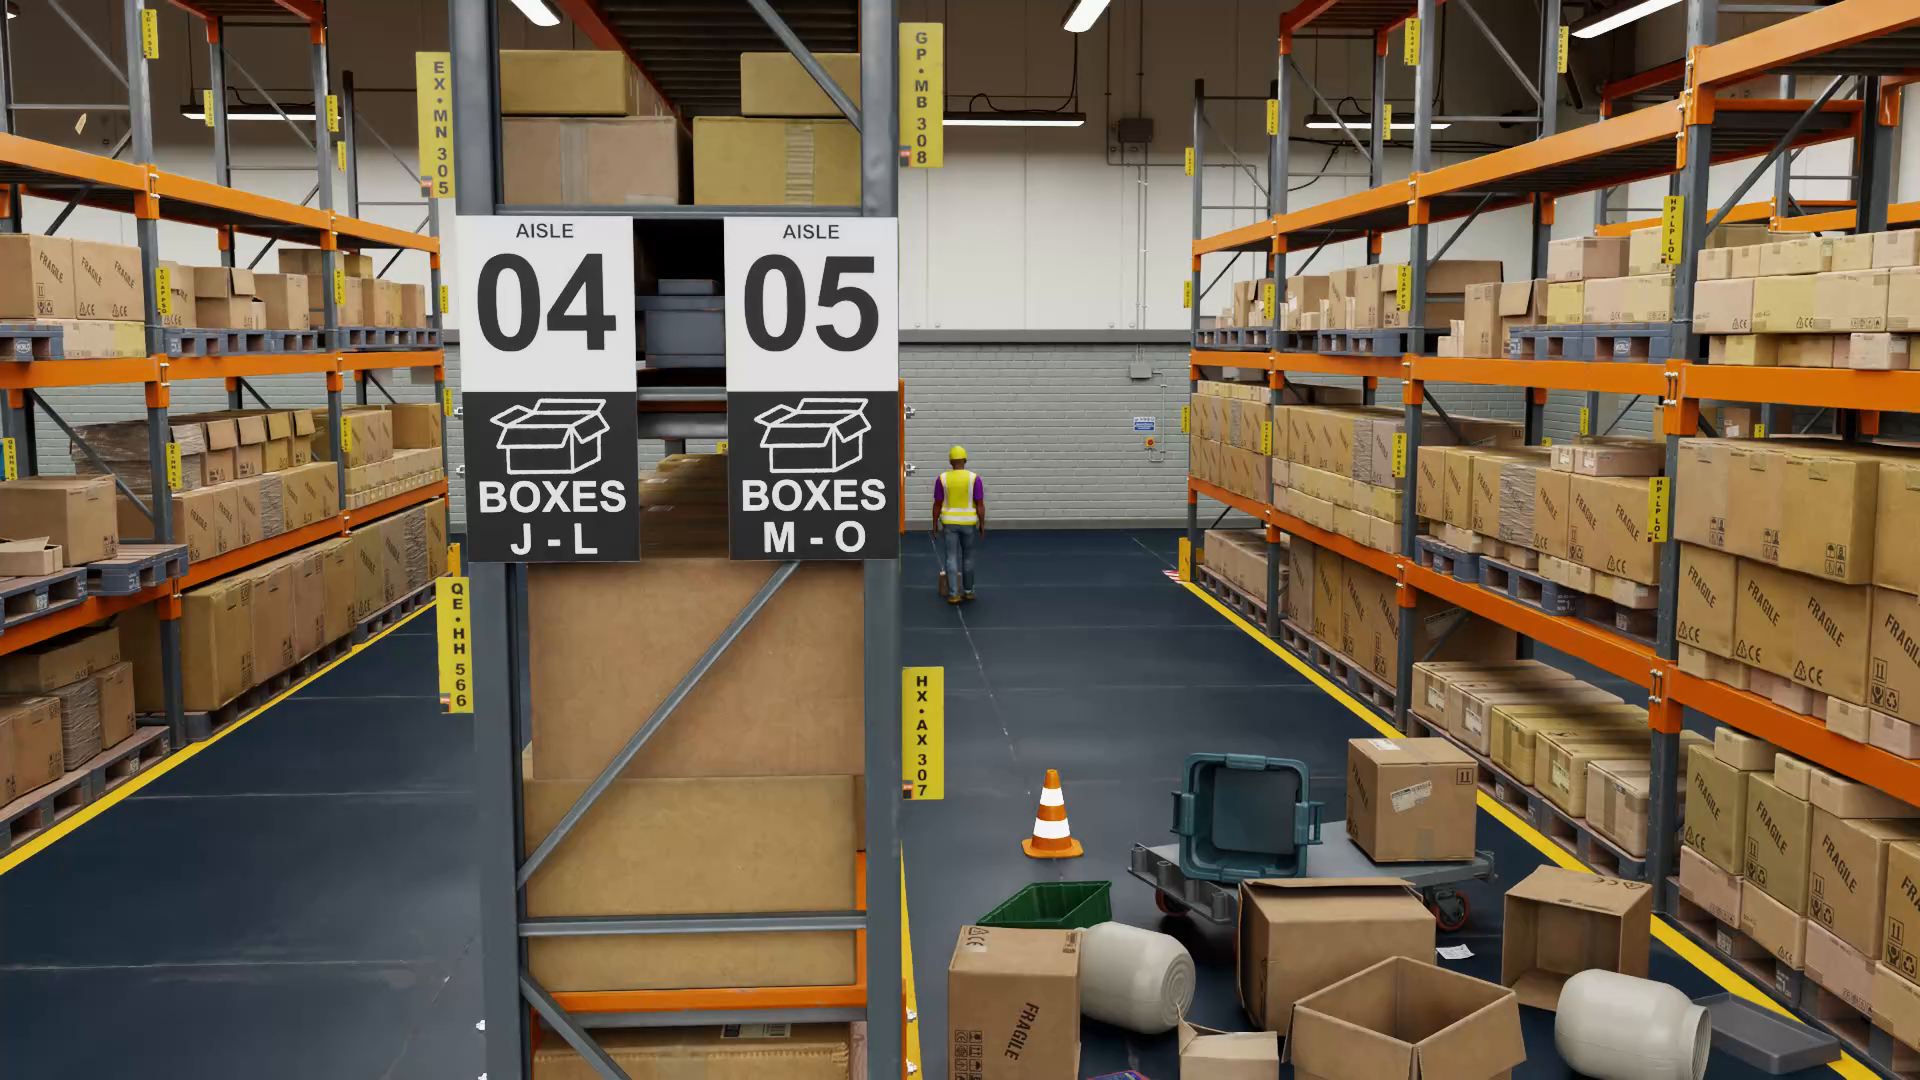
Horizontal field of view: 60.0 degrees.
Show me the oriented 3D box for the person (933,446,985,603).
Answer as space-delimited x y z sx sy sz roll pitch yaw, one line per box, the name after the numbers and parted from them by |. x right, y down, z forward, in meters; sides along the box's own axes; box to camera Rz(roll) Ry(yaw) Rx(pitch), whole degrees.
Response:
-0.015 -0.189 18.741 0.585 1.758 0.734 0 7 0 | person
